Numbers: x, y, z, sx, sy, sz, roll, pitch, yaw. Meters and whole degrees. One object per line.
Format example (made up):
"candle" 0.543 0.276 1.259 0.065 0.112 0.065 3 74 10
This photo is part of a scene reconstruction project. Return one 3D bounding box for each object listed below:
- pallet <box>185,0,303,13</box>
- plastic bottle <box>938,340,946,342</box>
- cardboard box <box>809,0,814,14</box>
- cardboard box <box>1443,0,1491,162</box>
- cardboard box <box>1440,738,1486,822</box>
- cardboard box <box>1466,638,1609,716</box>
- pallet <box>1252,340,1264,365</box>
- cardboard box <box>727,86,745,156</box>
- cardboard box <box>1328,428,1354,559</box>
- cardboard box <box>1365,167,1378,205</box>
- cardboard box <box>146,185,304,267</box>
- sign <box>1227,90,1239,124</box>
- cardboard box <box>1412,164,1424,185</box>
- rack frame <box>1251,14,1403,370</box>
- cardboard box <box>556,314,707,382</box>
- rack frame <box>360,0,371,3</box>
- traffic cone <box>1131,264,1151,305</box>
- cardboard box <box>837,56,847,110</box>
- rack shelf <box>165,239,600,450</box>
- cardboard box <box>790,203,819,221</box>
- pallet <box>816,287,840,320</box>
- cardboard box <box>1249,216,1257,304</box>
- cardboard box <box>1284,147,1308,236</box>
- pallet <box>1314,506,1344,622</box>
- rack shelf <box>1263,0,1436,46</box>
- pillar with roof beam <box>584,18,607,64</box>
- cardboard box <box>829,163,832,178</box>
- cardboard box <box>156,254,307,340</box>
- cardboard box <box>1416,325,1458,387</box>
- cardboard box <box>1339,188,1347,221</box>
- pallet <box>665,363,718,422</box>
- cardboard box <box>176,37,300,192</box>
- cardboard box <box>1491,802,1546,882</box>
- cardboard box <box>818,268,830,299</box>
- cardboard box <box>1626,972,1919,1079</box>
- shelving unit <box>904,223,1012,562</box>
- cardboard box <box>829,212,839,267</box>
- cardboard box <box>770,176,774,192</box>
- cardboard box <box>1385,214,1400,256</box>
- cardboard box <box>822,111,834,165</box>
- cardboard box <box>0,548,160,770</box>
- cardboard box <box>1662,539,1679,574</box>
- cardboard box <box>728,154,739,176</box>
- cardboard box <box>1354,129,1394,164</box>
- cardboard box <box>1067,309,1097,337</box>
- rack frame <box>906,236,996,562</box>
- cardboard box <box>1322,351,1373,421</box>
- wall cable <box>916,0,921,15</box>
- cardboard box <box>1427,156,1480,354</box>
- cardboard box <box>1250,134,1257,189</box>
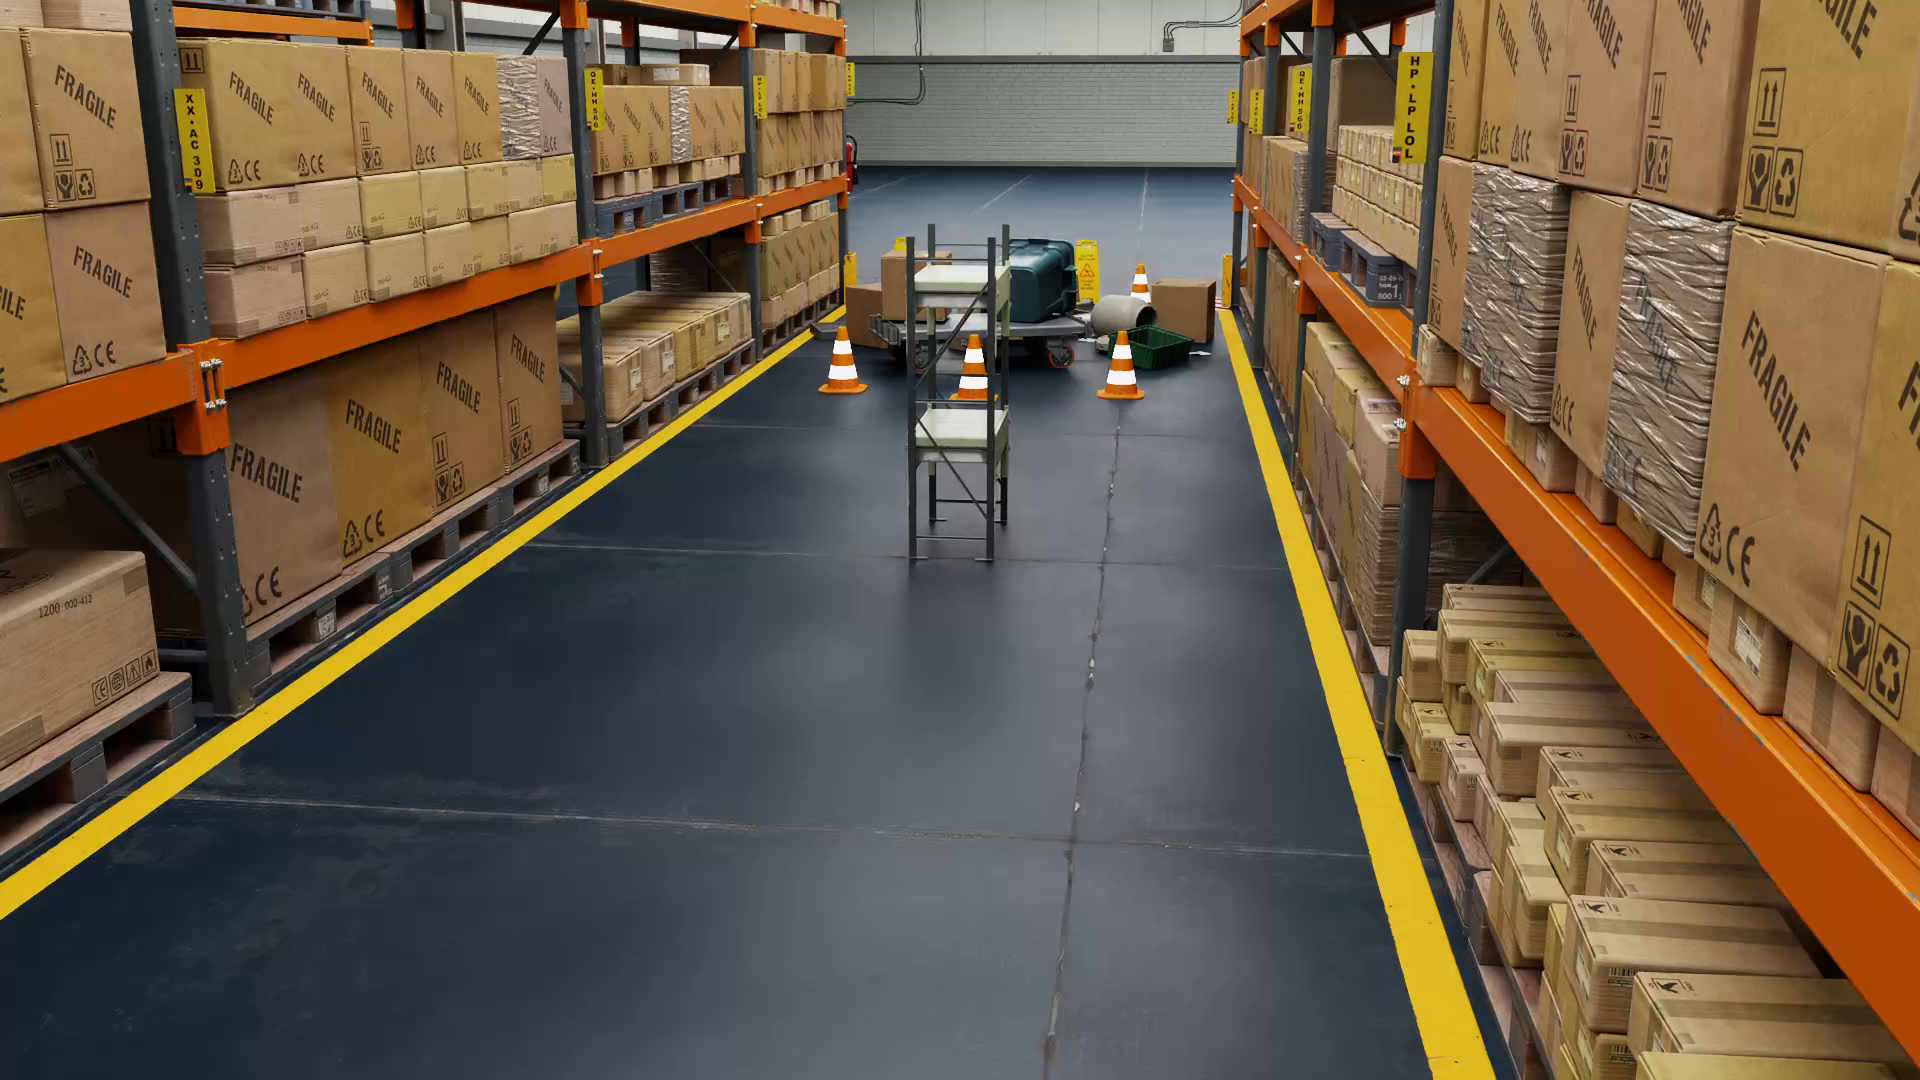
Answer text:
"pallet" -6.836 -5.008 15.358 1.003 0.211 1.213 2 15 6
"plastic bottle" -0.105 -1.781 14.630 0.133 0.061 0.283 4 16 16
"cardboard box" -1.560 -4.920 15.344 0.380 0.149 0.250 2 15 6
"cardboard box" 1.620 -1.290 4.508 0.500 0.500 0.500 2 15 8
"cardboard box" 1.546 0.668 4.601 0.380 0.149 0.250 2 15 6
"cardboard box" 1.599 0.381 4.523 0.380 0.149 0.250 1 15 5
"pallet" 2.979 -1.649 13.855 1.003 0.211 1.213 2 15 6
"cardboard box" -1.938 -3.188 12.638 0.500 0.500 0.500 1 15 5
"cardboard box" 1.867 -0.186 7.089 0.500 0.500 0.500 1 15 5
"cardboard box" 1.966 -1.534 7.196 0.380 0.149 0.250 2 15 6
"cardboard box" -2.687 -1.119 5.885 0.500 0.250 0.500 1 15 5
"sign" 2.716 -4.311 16.550 0.100 0.325 0.005 2 15 6
"cardboard box" 1.825 -1.340 5.909 0.380 0.149 0.250 1 15 4
"rack frame" 2.816 -2.800 12.770 1.000 3.000 0.127 2 15 6
"cardboard box" -2.325 -1.351 11.640 0.950 0.372 0.625 2 15 8
"rack frame" -6.595 -6.998 16.803 1.000 3.000 0.127 2 15 6
"traffic cone" 1.796 -2.517 16.583 0.336 0.463 0.334 2 15 6
"cardboard box" -1.503 -4.493 16.353 0.700 0.500 0.500 1 15 5
"rack shelf" -2.791 -1.016 7.551 1.077 0.370 4.000 2 15 6
"cardboard box" -1.532 -3.061 15.521 0.380 0.149 0.250 2 15 9
"pallet" -1.798 -2.382 16.565 1.003 0.211 1.213 2 15 6
"cardboard box" 3.159 -2.608 15.328 0.875 0.875 0.875 1 15 5
"cardboard box" 2.206 -2.065 9.860 0.500 0.500 0.500 2 15 6
"pallet" 2.135 0.102 7.381 1.003 0.211 1.213 2 15 6
"rack shelf" 2.590 -3.382 10.554 1.077 0.370 4.000 2 15 6
"pillar with roof beam" -1.938 -9.830 27.275 9.100 9.000 0.400 2 15 6
"cardboard box" -1.461 -3.598 16.201 0.380 0.149 0.250 1 15 5
"cardboard box" -2.705 -0.879 5.952 0.500 0.250 0.500 1 15 5
"cardboard box" 1.556 -0.540 4.894 0.380 0.149 0.250 2 15 8
"cardboard box" 2.083 -1.664 8.247 0.380 0.149 0.250 2 15 9
"pallet" -2.336 -1.054 11.656 1.003 0.211 1.213 2 15 6
"cardboard box" -2.682 -1.481 5.786 0.500 0.500 0.500 2 15 7
"cardboard box" 1.444 0.726 3.817 0.380 0.149 0.250 2 15 6
"cardboard box" -1.553 -2.481 16.053 0.500 0.250 0.500 2 15 6
"cardboard box" 1.350 0.854 2.774 0.380 0.149 0.250 1 15 4
"shelving unit" 0.001 -0.726 7.973 0.431 1.500 0.755 2 15 6
"cardboard box" -1.494 -2.979 16.459 0.500 0.500 0.500 2 15 7
"cardboard box" -1.783 -3.007 14.019 0.380 0.149 0.250 2 15 6
"cardboard box" 1.874 -1.185 6.473 0.380 0.149 0.250 1 15 4
"cardboard box" -1.511 -3.870 15.967 0.500 0.500 0.500 2 15 6
"cardboard box" -3.194 0.349 5.228 0.875 0.438 0.875 1 15 5
"cardboard box" 1.450 0.009 2.863 0.380 0.149 0.250 1 15 4
"cardboard box" -1.898 -2.859 12.667 0.380 0.149 0.250 2 15 7
"cardboard box" 2.029 -1.815 7.665 0.380 0.149 0.250 1 15 4
"cardboard box" 1.180 -1.980 14.976 0.396 0.266 0.258 4 16 16
"rack frame" -0.041 -0.631 7.622 0.400 1.500 0.023 2 15 6
"cardboard box" 1.920 -0.689 7.513 0.500 0.250 0.500 2 15 7
"wall cable" 0.150 -16.209 47.142 3.097 2.526 0.112 2 15 6
"cardboard box" 1.607 -0.796 4.598 0.500 0.500 0.500 1 15 5
"cardboard box" 3.023 -3.389 14.660 0.875 0.550 0.500 2 15 6
